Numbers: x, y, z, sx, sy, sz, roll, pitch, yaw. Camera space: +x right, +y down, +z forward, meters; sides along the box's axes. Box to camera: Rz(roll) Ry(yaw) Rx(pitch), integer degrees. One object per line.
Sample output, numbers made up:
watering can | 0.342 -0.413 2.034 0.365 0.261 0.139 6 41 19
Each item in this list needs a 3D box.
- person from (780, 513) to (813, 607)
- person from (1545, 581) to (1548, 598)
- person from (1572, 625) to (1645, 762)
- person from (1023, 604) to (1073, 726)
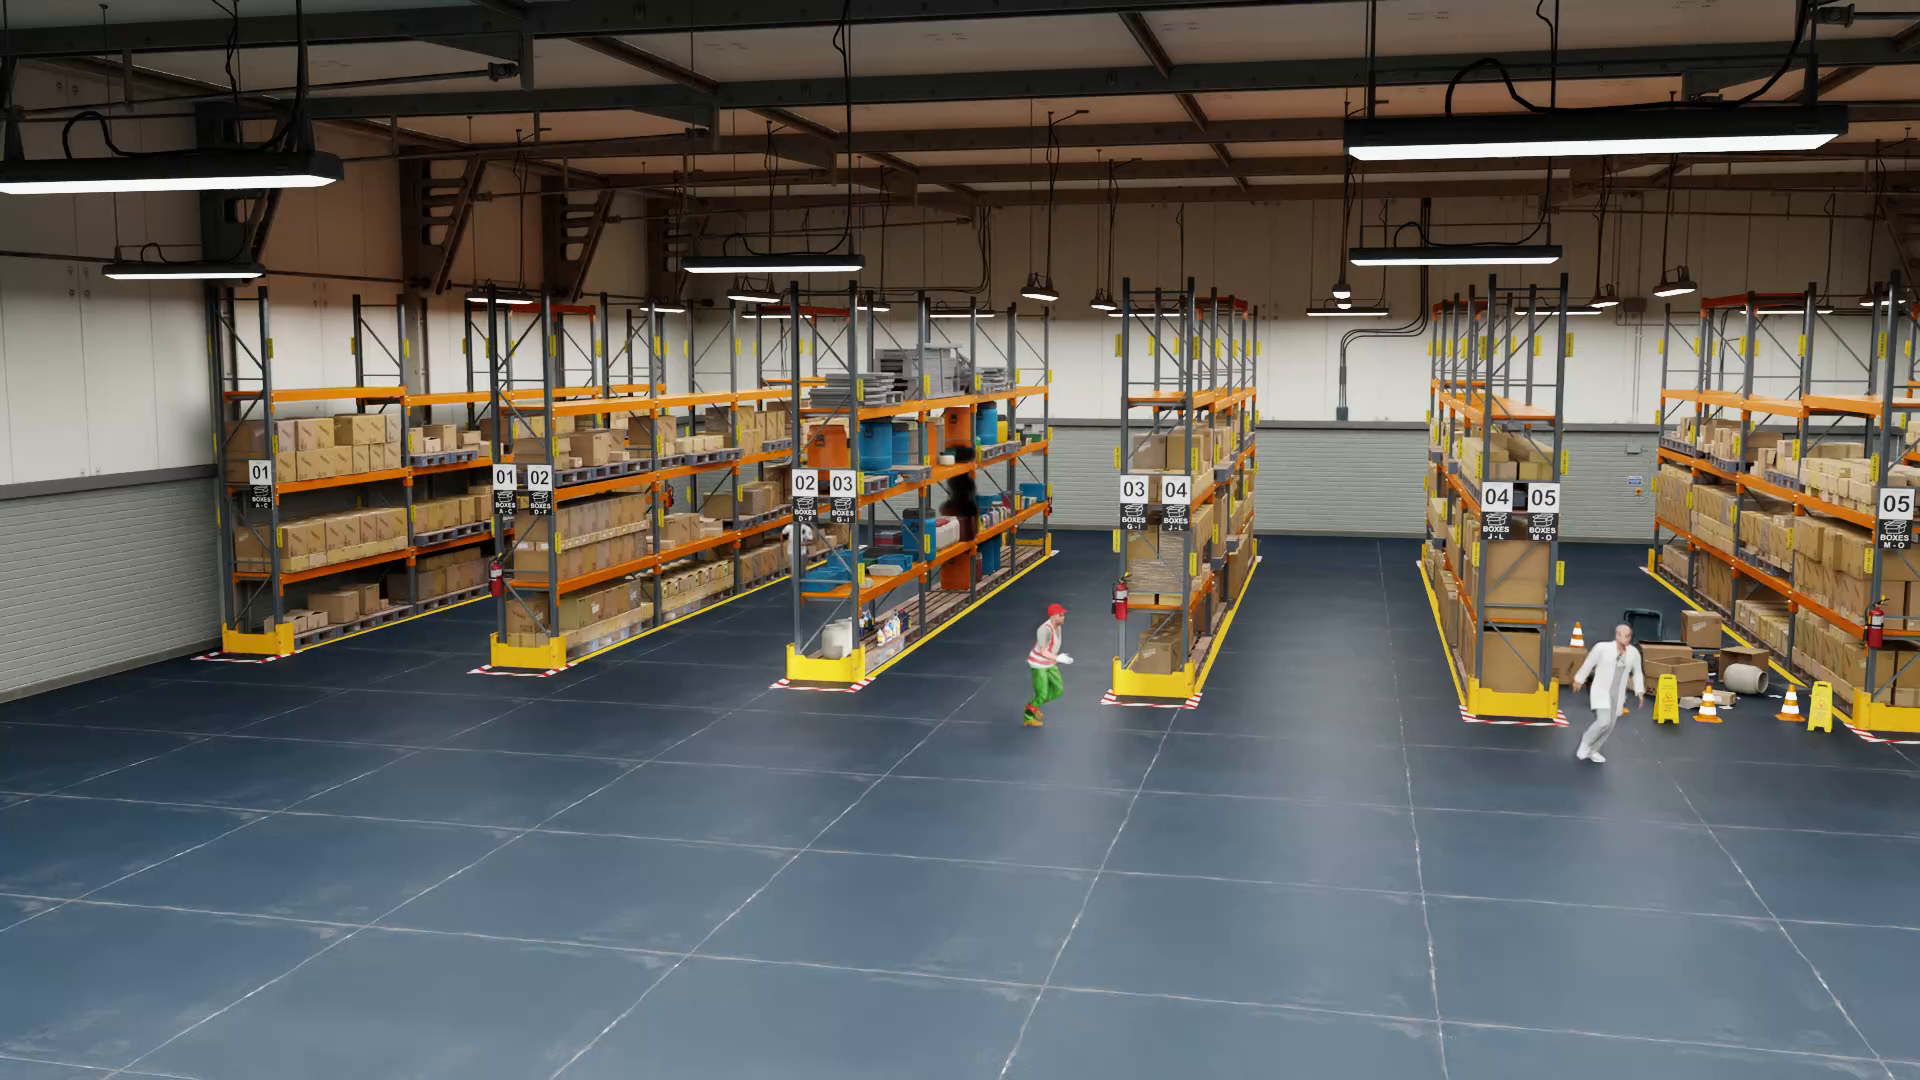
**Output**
person | -3.046 0.321 31.076 0.618 1.778 0.822 -1 7 -5
person | 11.604 0.442 33.164 0.536 1.547 0.685 0 7 3
person | 7.831 1.848 20.013 0.686 1.722 0.732 -1 7 -10
person | 1.173 1.655 21.981 0.772 1.676 0.678 4 8 31
